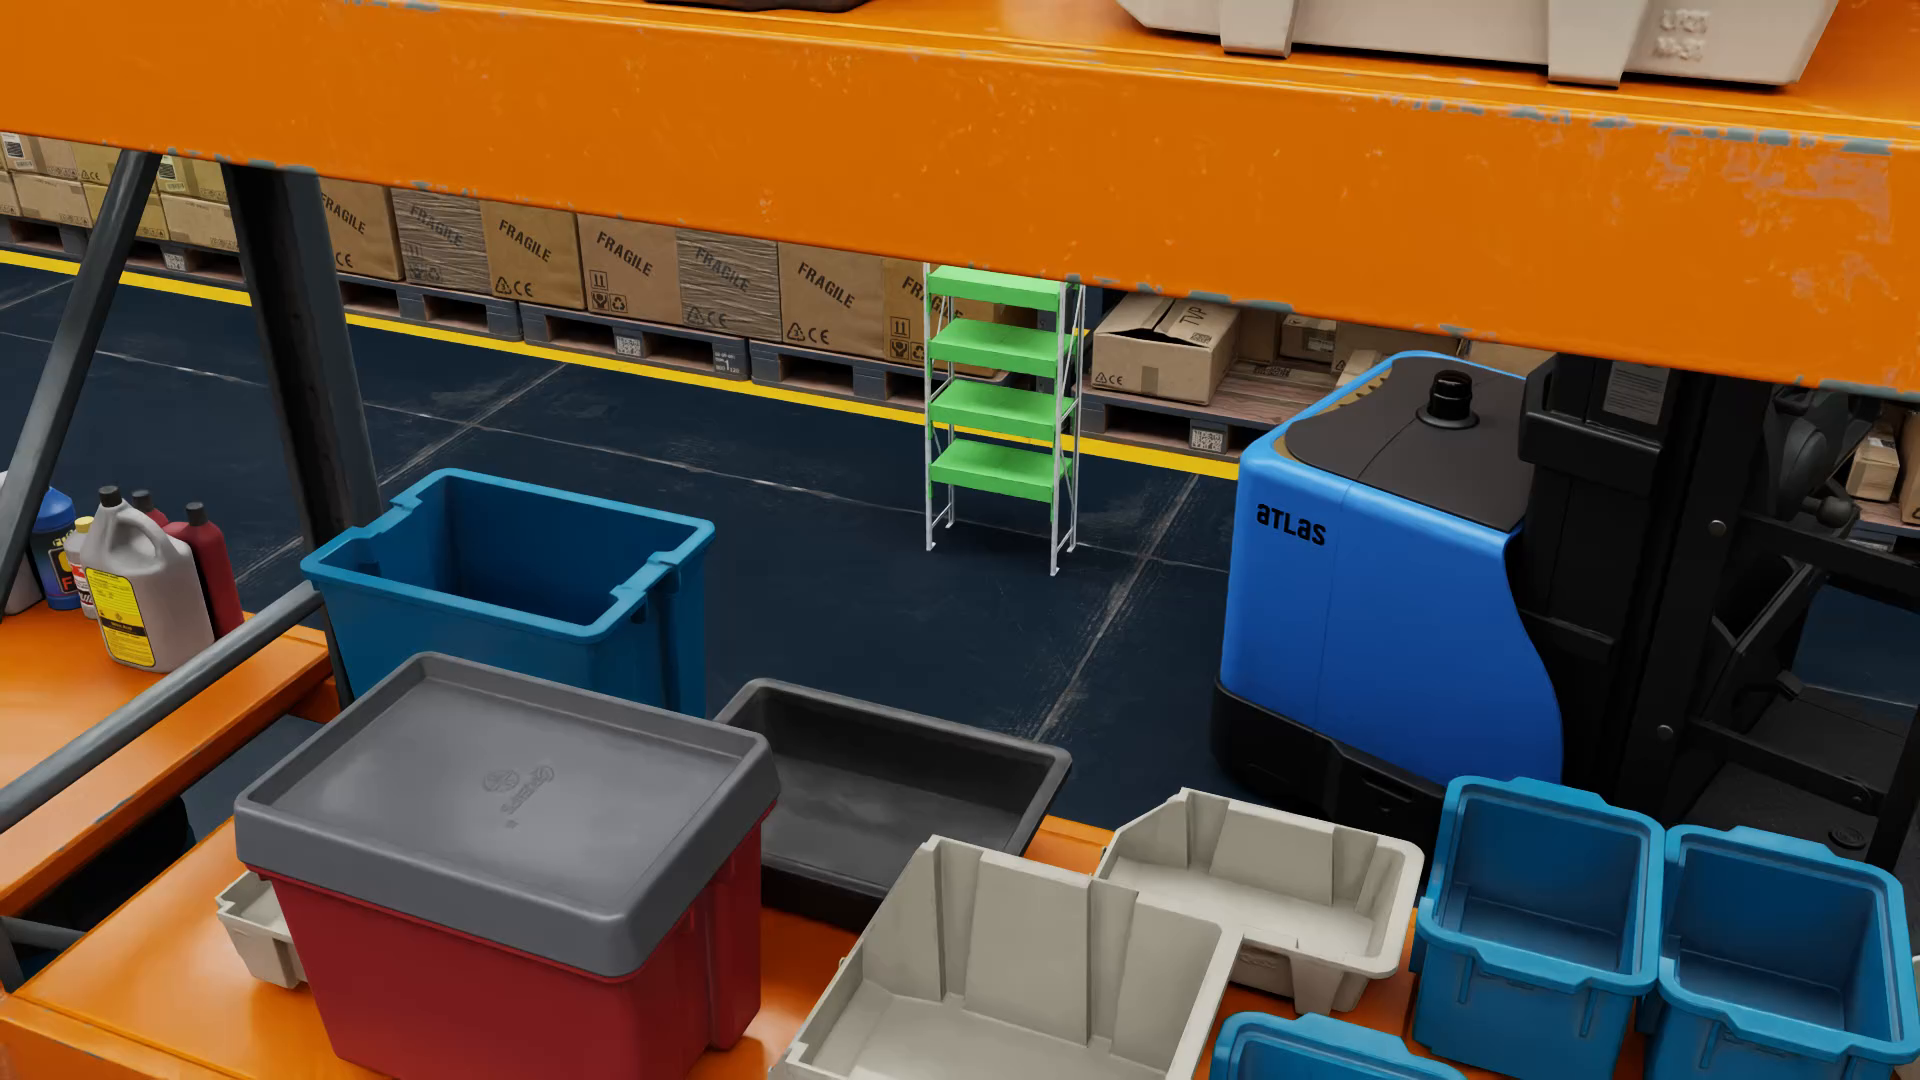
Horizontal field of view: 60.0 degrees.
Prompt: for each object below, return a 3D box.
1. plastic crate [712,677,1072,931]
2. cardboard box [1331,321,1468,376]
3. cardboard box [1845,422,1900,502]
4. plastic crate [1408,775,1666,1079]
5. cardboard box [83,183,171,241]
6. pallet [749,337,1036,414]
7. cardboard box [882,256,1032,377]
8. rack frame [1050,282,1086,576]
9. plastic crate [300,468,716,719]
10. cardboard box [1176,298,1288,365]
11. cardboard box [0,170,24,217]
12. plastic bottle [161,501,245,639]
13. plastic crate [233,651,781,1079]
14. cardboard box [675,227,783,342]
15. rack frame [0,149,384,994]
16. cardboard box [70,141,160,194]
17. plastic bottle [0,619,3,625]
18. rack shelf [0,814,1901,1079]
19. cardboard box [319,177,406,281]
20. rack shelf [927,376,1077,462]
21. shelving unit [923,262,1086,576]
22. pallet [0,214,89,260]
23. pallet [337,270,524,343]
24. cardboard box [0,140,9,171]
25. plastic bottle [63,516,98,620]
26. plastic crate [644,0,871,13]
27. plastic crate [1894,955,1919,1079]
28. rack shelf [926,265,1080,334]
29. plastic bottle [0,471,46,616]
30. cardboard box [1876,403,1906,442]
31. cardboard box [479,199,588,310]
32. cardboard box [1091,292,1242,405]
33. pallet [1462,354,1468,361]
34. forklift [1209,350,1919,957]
[{"bbox_3d":[-0.165,0.441,2.640,0.590,0.125,0.437,11,31,19],"label":"plastic crate"},{"bbox_3d":[1.892,-0.901,7.081,0.500,0.311,0.500,11,31,19],"label":"cardboard box"},{"bbox_3d":[3.331,-0.317,6.195,0.250,0.166,0.380,11,31,19],"label":"cardboard box"},{"bbox_3d":[0.800,0.555,2.329,0.300,0.233,0.416,11,31,19],"label":"plastic crate"},{"bbox_3d":[-4.203,-1.800,8.755,0.500,0.250,0.500,11,31,19],"label":"cardboard box"},{"bbox_3d":[-0.206,-0.914,7.653,1.213,0.211,1.003,11,31,19],"label":"pallet"},{"bbox_3d":[-0.003,-1.059,7.168,0.500,0.500,0.500,11,31,19],"label":"cardboard box"},{"bbox_3d":[0.379,-0.447,5.821,0.015,1.200,0.240,11,31,19],"label":"rack frame"},{"bbox_3d":[-0.743,0.175,2.848,0.575,0.384,0.392,11,31,19],"label":"plastic crate"},{"bbox_3d":[1.197,-1.122,7.280,0.500,0.500,0.500,11,31,19],"label":"cardboard box"},{"bbox_3d":[-5.145,-1.989,9.088,0.500,0.250,0.500,12,32,20],"label":"cardboard box"},{"bbox_3d":[-1.483,0.051,3.229,0.133,0.283,0.061,11,31,19],"label":"plastic bottle"},{"bbox_3d":[-0.571,0.489,2.211,0.583,0.464,0.402,11,31,19],"label":"plastic crate"},{"bbox_3d":[-0.922,-1.247,7.501,0.500,0.500,0.500,12,32,20],"label":"cardboard box"},{"bbox_3d":[-1.305,0.265,2.734,0.053,2.616,0.949,11,31,19],"label":"rack frame"},{"bbox_3d":[-4.206,-2.043,8.613,0.500,0.311,0.500,11,31,18],"label":"cardboard box"},{"bbox_3d":[-1.958,0.083,3.257,0.097,0.201,0.097,0,29,0],"label":"plastic bottle"},{"bbox_3d":[0.550,0.946,2.259,4.000,0.370,1.077,11,31,19],"label":"rack shelf"},{"bbox_3d":[-2.830,-1.624,8.167,0.500,0.500,0.500,13,32,21],"label":"cardboard box"},{"bbox_3d":[0.153,-0.436,5.932,0.480,0.148,0.258,11,31,19],"label":"rack shelf"},{"bbox_3d":[0.153,-0.492,5.901,0.503,1.200,0.258,11,31,19],"label":"shelving unit"},{"bbox_3d":[-5.019,-1.917,9.428,1.213,0.211,1.003,11,31,19],"label":"pallet"},{"bbox_3d":[-2.467,-1.365,8.451,1.213,0.211,1.003,11,31,19],"label":"pallet"},{"bbox_3d":[-5.137,-2.231,8.946,0.500,0.311,0.500,12,32,20],"label":"cardboard box"},{"bbox_3d":[-1.720,0.049,3.316,0.097,0.201,0.097,0,29,0],"label":"plastic bottle"},{"bbox_3d":[-0.256,-0.631,1.403,0.590,0.269,0.497,11,31,19],"label":"plastic crate"},{"bbox_3d":[1.403,0.673,2.217,0.298,0.136,0.250,11,31,19],"label":"plastic crate"},{"bbox_3d":[0.153,-0.854,5.696,0.480,0.148,0.258,11,31,19],"label":"rack shelf"},{"bbox_3d":[-1.928,-0.010,3.345,0.135,0.276,0.152,11,31,19],"label":"plastic bottle"},{"bbox_3d":[3.408,-0.572,6.560,0.500,0.250,0.500,11,31,19],"label":"cardboard box"},{"bbox_3d":[-1.880,-1.434,7.832,0.500,0.500,0.500,11,31,18],"label":"cardboard box"},{"bbox_3d":[0.870,-0.840,6.972,0.500,0.311,0.500,11,31,19],"label":"cardboard box"},{"bbox_3d":[2.333,-0.428,6.794,1.213,0.211,1.003,11,31,19],"label":"pallet"},{"bbox_3d":[2.193,-0.294,3.791,3.031,2.935,1.130,23,37,35],"label":"forklift"}]
